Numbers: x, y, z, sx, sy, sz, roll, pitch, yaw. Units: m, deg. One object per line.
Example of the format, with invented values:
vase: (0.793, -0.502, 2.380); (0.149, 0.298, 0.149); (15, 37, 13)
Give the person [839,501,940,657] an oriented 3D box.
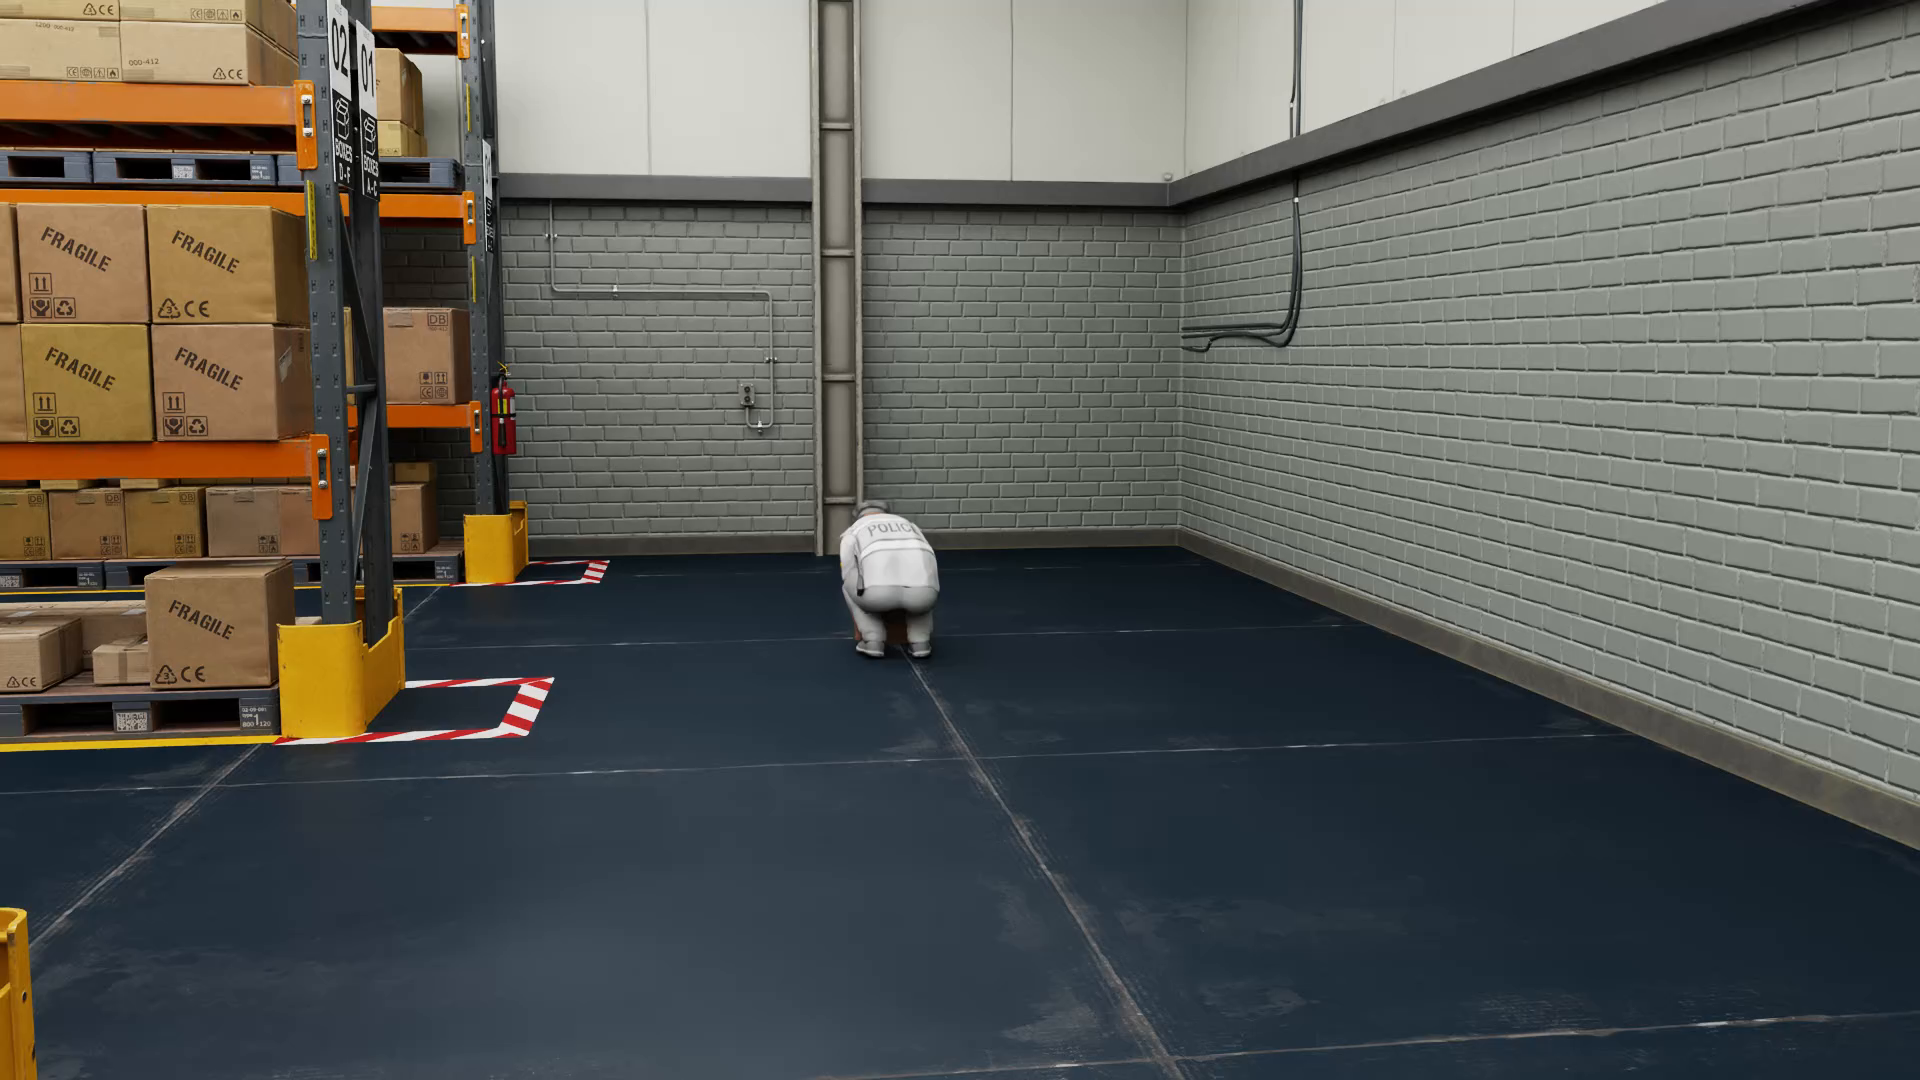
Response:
person: (-0.403, 0.260, 9.421); (0.542, 0.906, 0.986); (-1, 7, -9)
